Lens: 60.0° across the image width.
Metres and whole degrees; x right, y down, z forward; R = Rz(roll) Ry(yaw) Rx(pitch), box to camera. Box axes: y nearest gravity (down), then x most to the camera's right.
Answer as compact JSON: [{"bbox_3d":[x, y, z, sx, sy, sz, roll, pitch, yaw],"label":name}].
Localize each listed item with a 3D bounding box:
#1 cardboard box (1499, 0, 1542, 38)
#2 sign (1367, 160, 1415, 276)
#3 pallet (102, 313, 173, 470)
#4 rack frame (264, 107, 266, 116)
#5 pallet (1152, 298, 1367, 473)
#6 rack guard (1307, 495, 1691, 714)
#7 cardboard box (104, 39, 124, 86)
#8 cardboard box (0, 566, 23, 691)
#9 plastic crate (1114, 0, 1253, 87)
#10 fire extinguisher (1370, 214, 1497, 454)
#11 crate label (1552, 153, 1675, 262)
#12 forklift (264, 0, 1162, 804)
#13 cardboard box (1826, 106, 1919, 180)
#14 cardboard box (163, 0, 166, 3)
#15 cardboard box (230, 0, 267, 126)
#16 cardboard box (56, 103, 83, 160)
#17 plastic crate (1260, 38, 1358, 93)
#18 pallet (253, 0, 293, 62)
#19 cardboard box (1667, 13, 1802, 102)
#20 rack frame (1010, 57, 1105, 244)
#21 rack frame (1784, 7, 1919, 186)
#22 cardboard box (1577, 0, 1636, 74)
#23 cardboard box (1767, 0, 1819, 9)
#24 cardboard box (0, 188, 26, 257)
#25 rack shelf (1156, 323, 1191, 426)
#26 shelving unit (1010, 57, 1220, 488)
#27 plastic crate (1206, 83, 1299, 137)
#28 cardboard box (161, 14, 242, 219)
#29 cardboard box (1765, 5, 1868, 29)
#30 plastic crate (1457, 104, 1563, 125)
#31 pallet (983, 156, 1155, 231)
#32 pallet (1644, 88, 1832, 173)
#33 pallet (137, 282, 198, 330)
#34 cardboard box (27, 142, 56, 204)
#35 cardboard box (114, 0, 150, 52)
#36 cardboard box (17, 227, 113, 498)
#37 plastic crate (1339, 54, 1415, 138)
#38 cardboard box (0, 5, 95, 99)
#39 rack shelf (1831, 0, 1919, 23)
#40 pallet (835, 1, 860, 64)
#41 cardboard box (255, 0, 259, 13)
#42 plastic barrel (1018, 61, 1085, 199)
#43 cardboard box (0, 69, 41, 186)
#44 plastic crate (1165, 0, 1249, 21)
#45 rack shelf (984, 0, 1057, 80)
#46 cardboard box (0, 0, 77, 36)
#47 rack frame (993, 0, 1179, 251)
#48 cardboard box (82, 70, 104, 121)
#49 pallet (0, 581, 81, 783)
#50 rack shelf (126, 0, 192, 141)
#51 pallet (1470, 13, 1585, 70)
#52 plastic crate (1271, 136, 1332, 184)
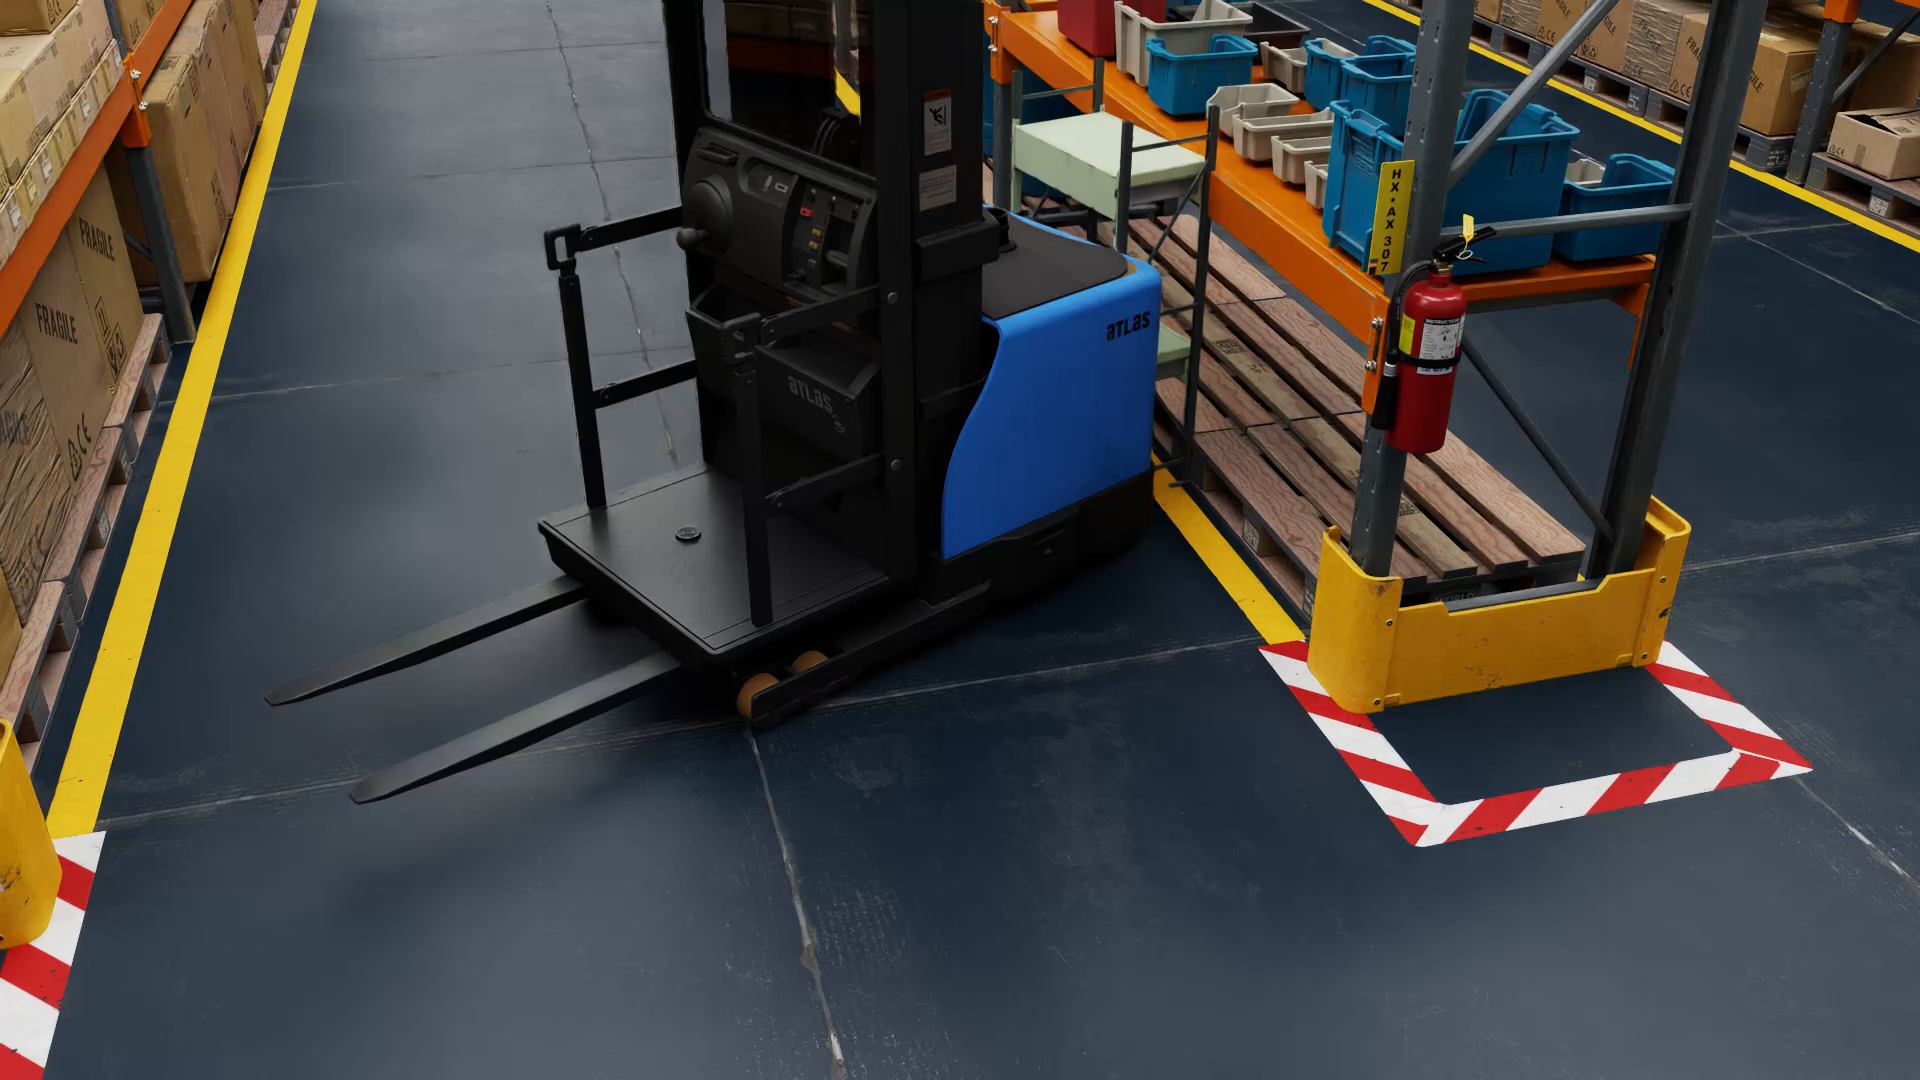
[{"bbox_3d":[4.372,-4.026,12.268,0.500,0.500,0.500,-9,31,-15],"label":"cardboard box"},{"bbox_3d":[1.203,-0.897,4.642,0.100,0.325,0.005,-8,31,-13],"label":"sign"},{"bbox_3d":[-3.982,-0.596,7.069,1.003,0.211,1.213,-8,31,-13],"label":"pallet"},{"bbox_3d":[-5.170,-4.112,10.360,1.000,3.000,0.127,-8,31,-13],"label":"rack frame"},{"bbox_3d":[1.227,-0.692,7.234,1.003,0.211,1.213,-8,31,-13],"label":"pallet"},{"bbox_3d":[1.748,0.185,5.432,1.175,0.500,0.348,-8,31,-13],"label":"rack guard"},{"bbox_3d":[-3.711,-1.968,6.906,0.380,0.149,0.250,-8,31,-13],"label":"cardboard box"},{"bbox_3d":[-3.293,0.191,4.628,0.875,0.875,0.875,-8,31,-13],"label":"cardboard box"},{"bbox_3d":[0.895,-2.052,6.859,0.437,0.282,0.530,-8,31,-13],"label":"plastic crate"},{"bbox_3d":[1.331,-0.579,4.705,0.296,0.674,0.183,-8,31,-13],"label":"fire extinguisher"},{"bbox_3d":[1.981,-1.023,5.131,0.416,0.233,0.303,-8,31,-13],"label":"crate label"},{"bbox_3d":[-0.729,-0.976,5.011,3.031,2.935,1.130,-23,37,-35],"label":"forklift"},{"bbox_3d":[5.347,-2.291,9.459,0.500,0.311,0.500,-8,31,-13],"label":"cardboard box"},{"bbox_3d":[-4.256,-2.963,8.276,0.500,0.500,0.500,-9,31,-14],"label":"cardboard box"},{"bbox_3d":[-5.007,-3.038,10.207,1.225,0.875,0.875,-9,31,-16],"label":"cardboard box"},{"bbox_3d":[-3.438,-1.471,6.048,0.380,0.149,0.250,-7,31,-12],"label":"cardboard box"},{"bbox_3d":[1.419,-1.950,6.827,0.293,0.136,0.466,-8,31,-13],"label":"plastic crate"},{"bbox_3d":[-5.696,-3.871,12.727,1.003,0.211,1.213,-8,31,-13],"label":"pallet"},{"bbox_3d":[4.914,-3.044,10.571,0.500,0.500,0.500,-8,31,-13],"label":"cardboard box"},{"bbox_3d":[0.374,-1.153,6.673,0.400,1.500,0.023,-16,34,-25],"label":"rack frame"},{"bbox_3d":[5.444,-3.496,9.295,1.000,3.000,0.127,-8,31,-13],"label":"rack frame"},{"bbox_3d":[4.644,-3.532,11.414,0.500,0.500,0.500,-9,31,-15],"label":"cardboard box"},{"bbox_3d":[5.285,-3.678,10.917,0.500,0.250,0.500,-8,31,-13],"label":"cardboard box"},{"bbox_3d":[-3.166,-0.976,5.192,0.380,0.149,0.250,-8,31,-14],"label":"cardboard box"},{"bbox_3d":[0.552,-0.709,6.565,0.431,0.370,0.720,-16,34,-25],"label":"rack shelf"},{"bbox_3d":[0.553,-0.990,6.399,0.431,1.500,0.755,-16,34,-25],"label":"shelving unit"},{"bbox_3d":[1.081,-1.602,6.227,0.298,0.136,0.250,-8,31,-13],"label":"plastic crate"},{"bbox_3d":[-4.535,-2.180,8.725,1.225,0.875,0.875,-9,31,-15],"label":"cardboard box"},{"bbox_3d":[5.398,-3.126,10.713,0.500,0.500,0.500,-7,31,-13],"label":"cardboard box"},{"bbox_3d":[1.806,-1.341,5.681,0.416,0.233,0.300,-8,31,-13],"label":"plastic crate"},{"bbox_3d":[0.503,-2.010,9.512,1.003,0.211,1.213,-8,31,-13],"label":"pallet"},{"bbox_3d":[5.192,-2.677,10.664,1.003,0.211,1.213,-8,31,-13],"label":"pallet"},{"bbox_3d":[-4.385,-1.336,8.348,1.003,0.211,1.213,-8,31,-13],"label":"pallet"},{"bbox_3d":[-3.303,-1.224,5.621,0.380,0.149,0.250,-7,31,-12],"label":"cardboard box"},{"bbox_3d":[-3.989,-2.479,7.439,0.500,0.500,0.500,-8,31,-13],"label":"cardboard box"},{"bbox_3d":[-3.771,-0.678,6.130,0.875,0.875,0.875,-8,31,-13],"label":"cardboard box"},{"bbox_3d":[1.631,-1.659,6.230,0.416,0.233,0.300,-8,31,-13],"label":"plastic crate"},{"bbox_3d":[-3.598,-1.816,6.246,0.500,0.250,0.500,-7,31,-12],"label":"cardboard box"},{"bbox_3d":[5.975,-2.218,7.806,1.077,0.370,4.000,-8,31,-13],"label":"rack shelf"},{"bbox_3d":[-0.563,-3.943,12.852,1.003,0.211,1.213,-8,31,-13],"label":"pallet"},{"bbox_3d":[-5.832,-4.350,12.828,0.700,0.500,0.500,-11,32,-18],"label":"cardboard box"},{"bbox_3d":[0.539,-2.377,9.039,0.600,0.901,0.708,-8,31,-13],"label":"plastic barrel"},{"bbox_3d":[-3.331,-1.325,5.397,0.500,0.250,0.500,-8,31,-14],"label":"cardboard box"},{"bbox_3d":[1.120,-2.678,7.838,0.392,0.384,0.575,-8,31,-13],"label":"plastic crate"},{"bbox_3d":[0.137,-3.493,10.009,1.077,0.370,4.000,-8,31,-13],"label":"rack shelf"},{"bbox_3d":[-3.599,-2.140,6.057,0.500,0.500,0.500,-8,31,-13],"label":"cardboard box"},{"bbox_3d":[0.667,-2.839,8.160,1.000,3.000,0.127,-8,31,-13],"label":"rack frame"},{"bbox_3d":[-3.575,-1.720,6.477,0.380,0.149,0.250,-8,31,-14],"label":"cardboard box"},{"bbox_3d":[-3.334,0.583,5.033,1.003,0.211,1.213,-8,31,-13],"label":"pallet"},{"bbox_3d":[-4.639,-2.835,8.872,1.077,0.370,4.000,-8,31,-13],"label":"rack shelf"},{"bbox_3d":[4.544,-3.855,12.700,1.003,0.211,1.213,-8,31,-13],"label":"pallet"},{"bbox_3d":[1.275,-1.330,5.758,0.396,0.136,0.243,-8,31,-13],"label":"plastic crate"}]
